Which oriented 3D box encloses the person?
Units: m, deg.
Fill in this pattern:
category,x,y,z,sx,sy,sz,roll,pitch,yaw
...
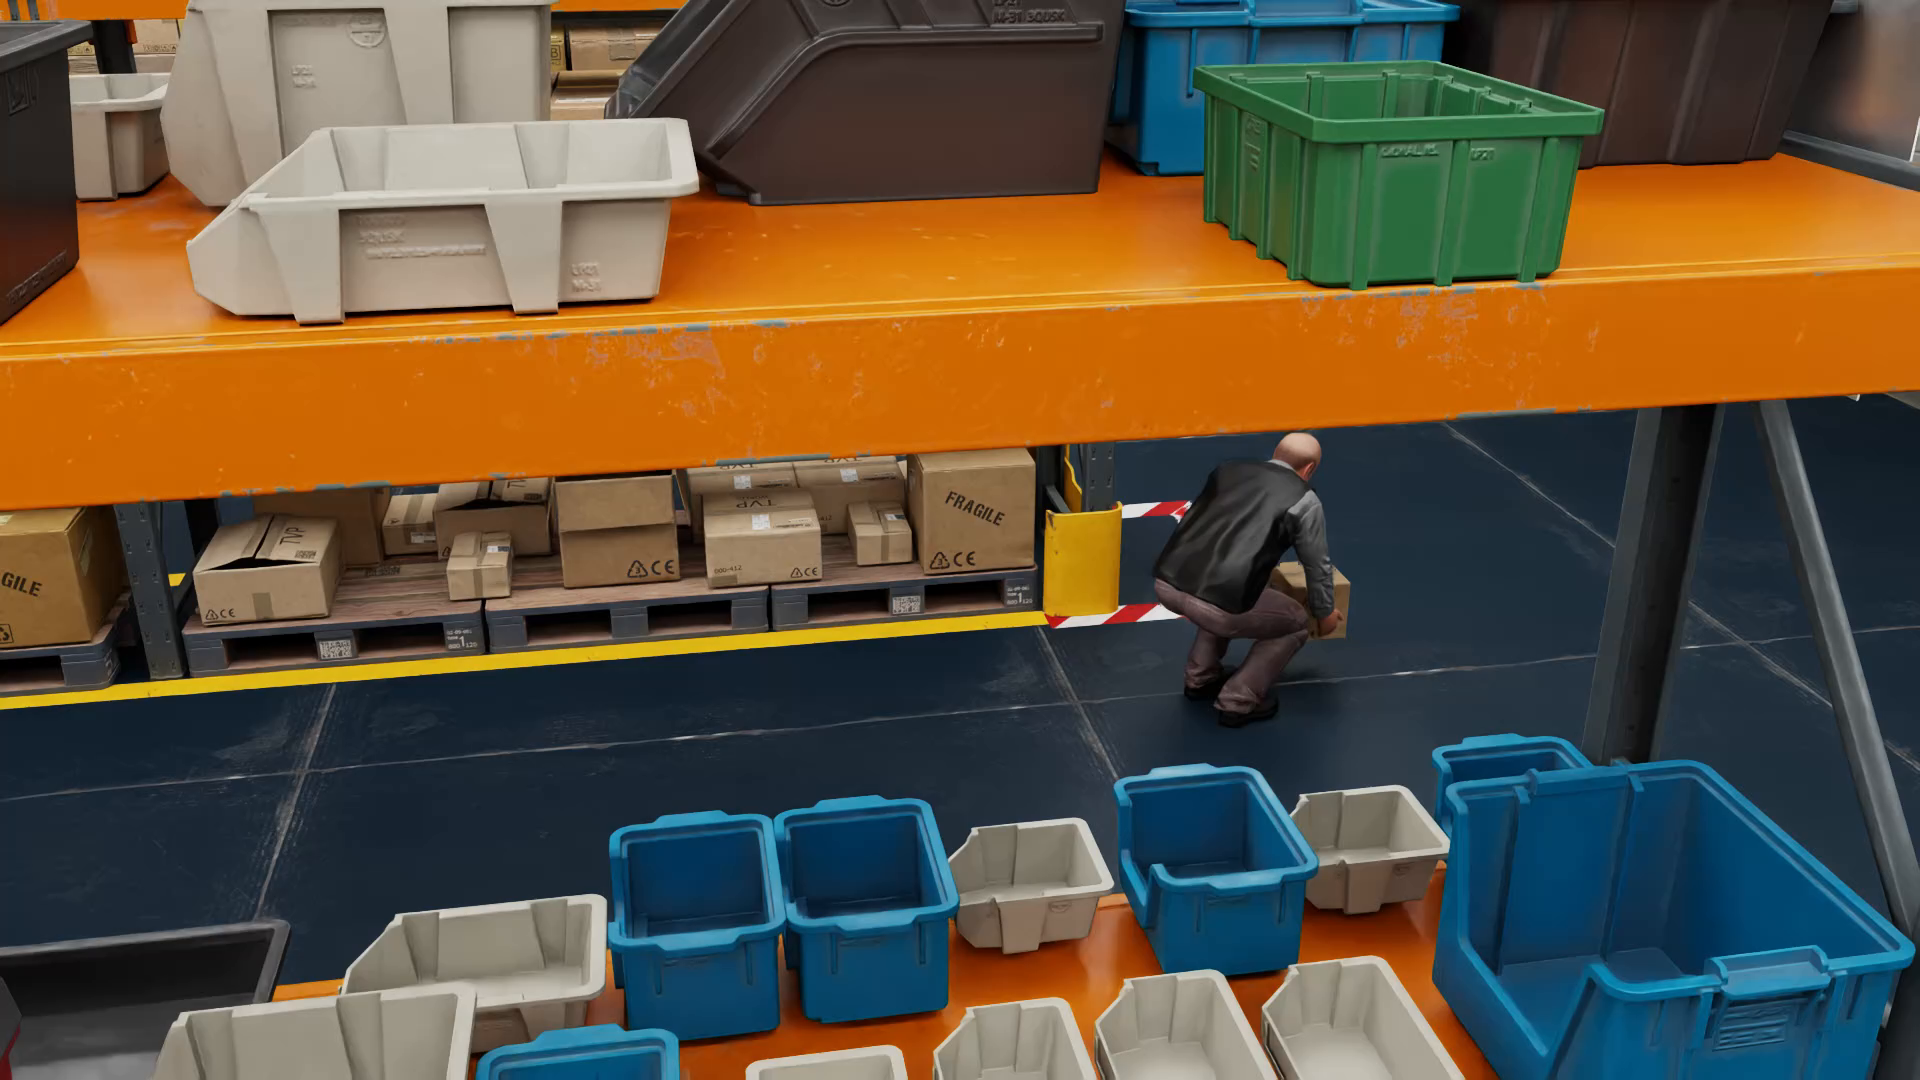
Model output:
category,x,y,z,sx,sy,sz,roll,pitch,yaw
person,1.123,0.150,6.635,0.829,1.052,0.553,-17,28,-34
